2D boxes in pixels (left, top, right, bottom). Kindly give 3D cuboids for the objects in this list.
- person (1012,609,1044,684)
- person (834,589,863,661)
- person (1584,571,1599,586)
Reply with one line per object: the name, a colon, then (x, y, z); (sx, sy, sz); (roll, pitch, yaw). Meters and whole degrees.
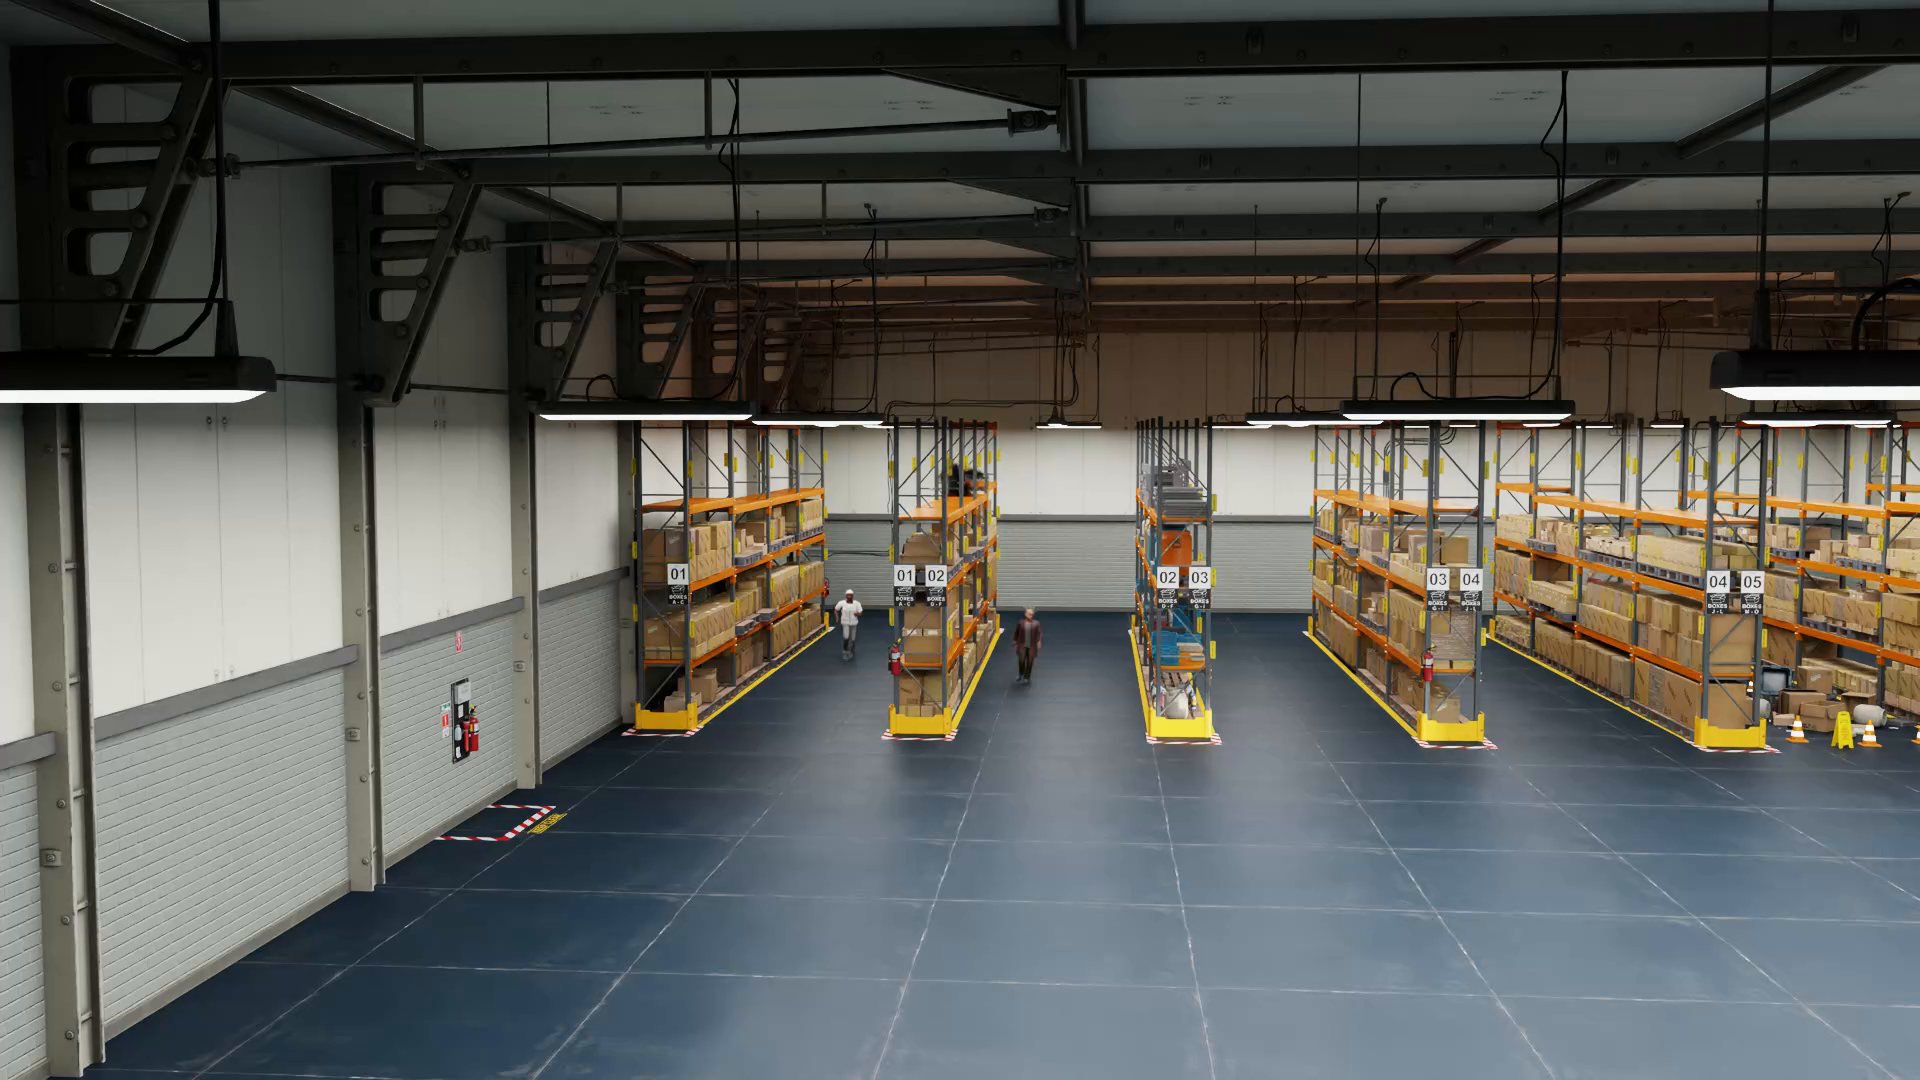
person: (1.534, 2.401, 37.471); (0.714, 1.720, 0.811); (0, 4, 2)
person: (-2.773, 2.131, 41.574); (0.686, 1.788, 0.716); (-1, 4, -10)
person: (18.419, 1.746, 48.194); (0.878, 1.700, 0.666); (-2, 4, -27)
